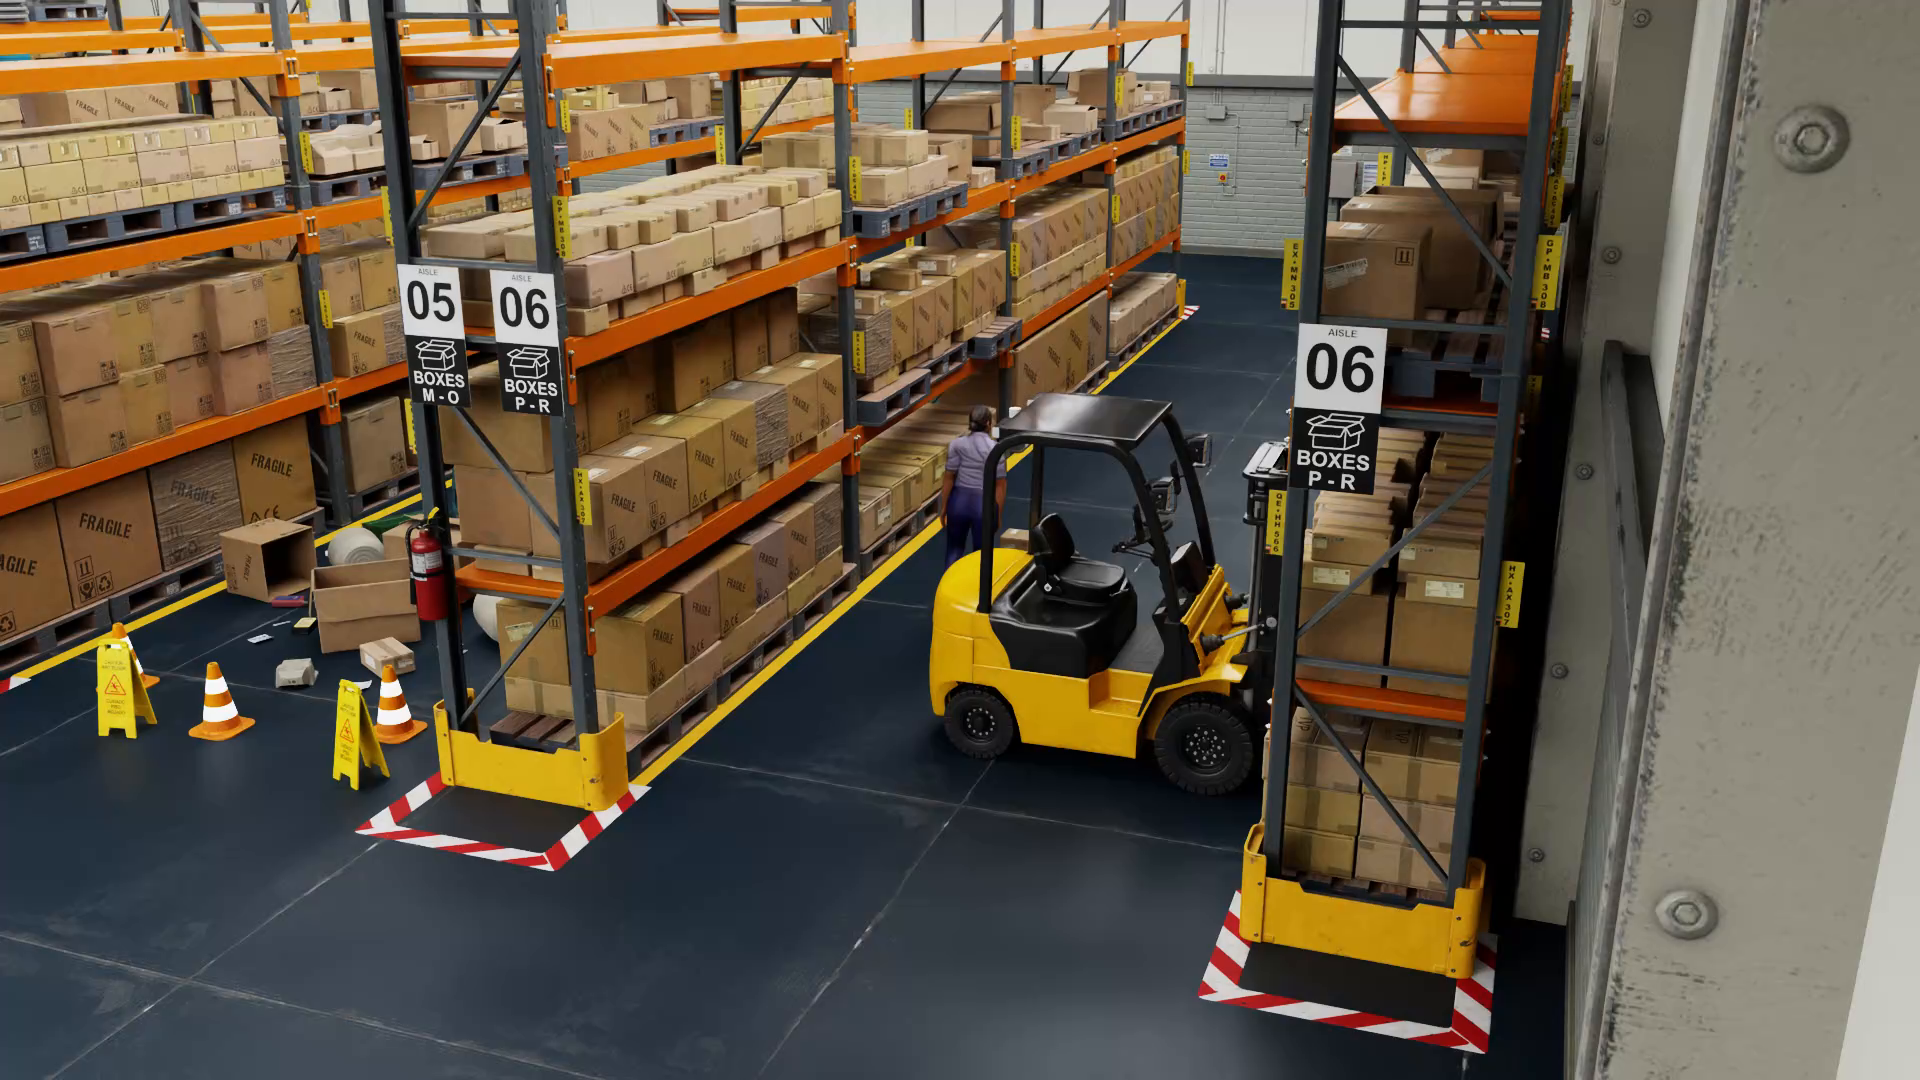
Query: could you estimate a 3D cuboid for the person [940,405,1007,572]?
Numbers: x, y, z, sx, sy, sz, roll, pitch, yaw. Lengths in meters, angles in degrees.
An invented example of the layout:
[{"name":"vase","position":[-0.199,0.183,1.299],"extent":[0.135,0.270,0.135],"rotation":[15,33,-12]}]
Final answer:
[{"name":"person","position":[0.091,-0.210,12.644],"extent":[0.523,1.643,0.466],"rotation":[5,19,14]}]
